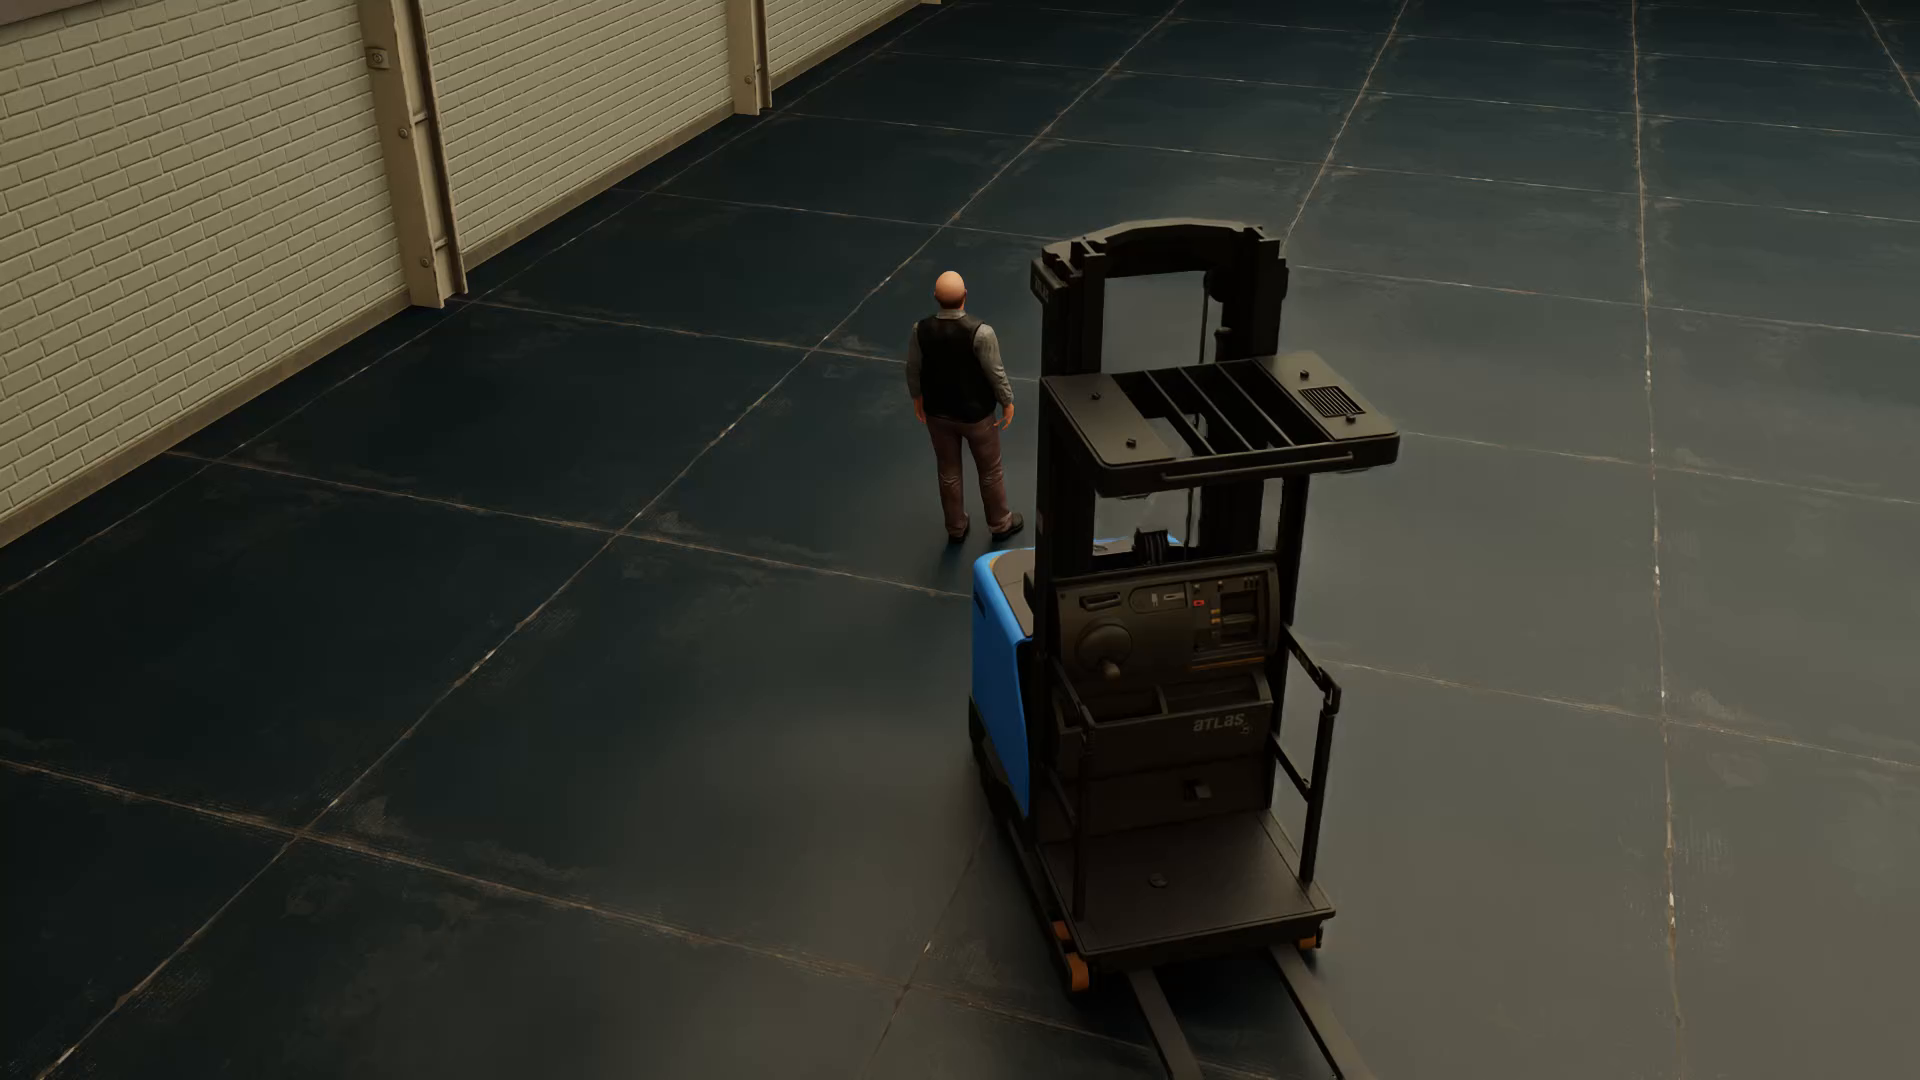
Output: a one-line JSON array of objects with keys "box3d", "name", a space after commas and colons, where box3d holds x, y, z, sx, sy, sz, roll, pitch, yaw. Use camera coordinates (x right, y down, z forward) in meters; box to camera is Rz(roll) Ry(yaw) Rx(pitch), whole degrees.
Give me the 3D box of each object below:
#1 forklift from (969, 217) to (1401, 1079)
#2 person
[{"box3d": [0.891, 0.374, 6.480, 1.130, 2.935, 3.031, -7, 30, -12], "name": "forklift"}, {"box3d": [0.027, -0.782, 9.716, 0.633, 1.722, 0.566, 10, 31, 16], "name": "person"}]
